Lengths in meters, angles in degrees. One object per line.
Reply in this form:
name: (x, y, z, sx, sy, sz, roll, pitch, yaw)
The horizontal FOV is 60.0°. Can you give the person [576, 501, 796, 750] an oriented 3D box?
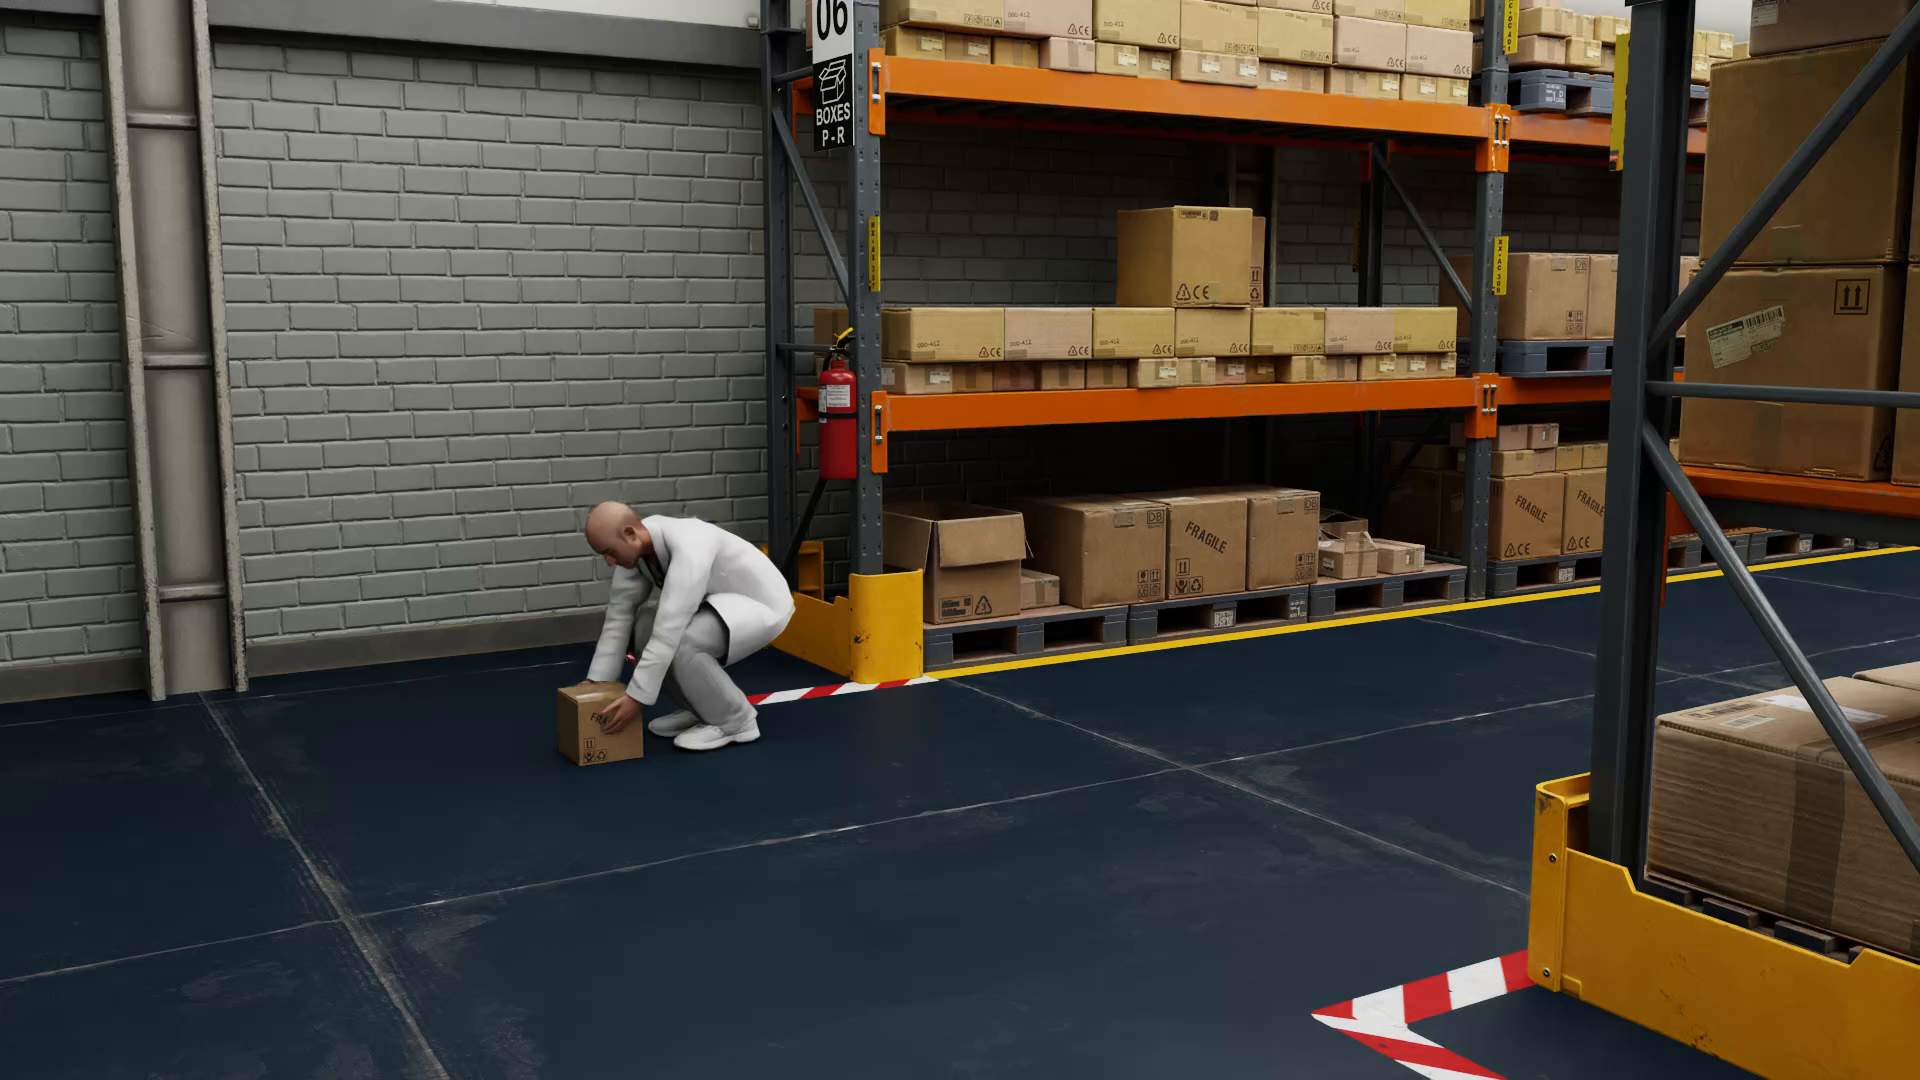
person: (-1.064, 0.326, 6.496, 0.891, 0.961, 0.608, -5, 9, -31)
